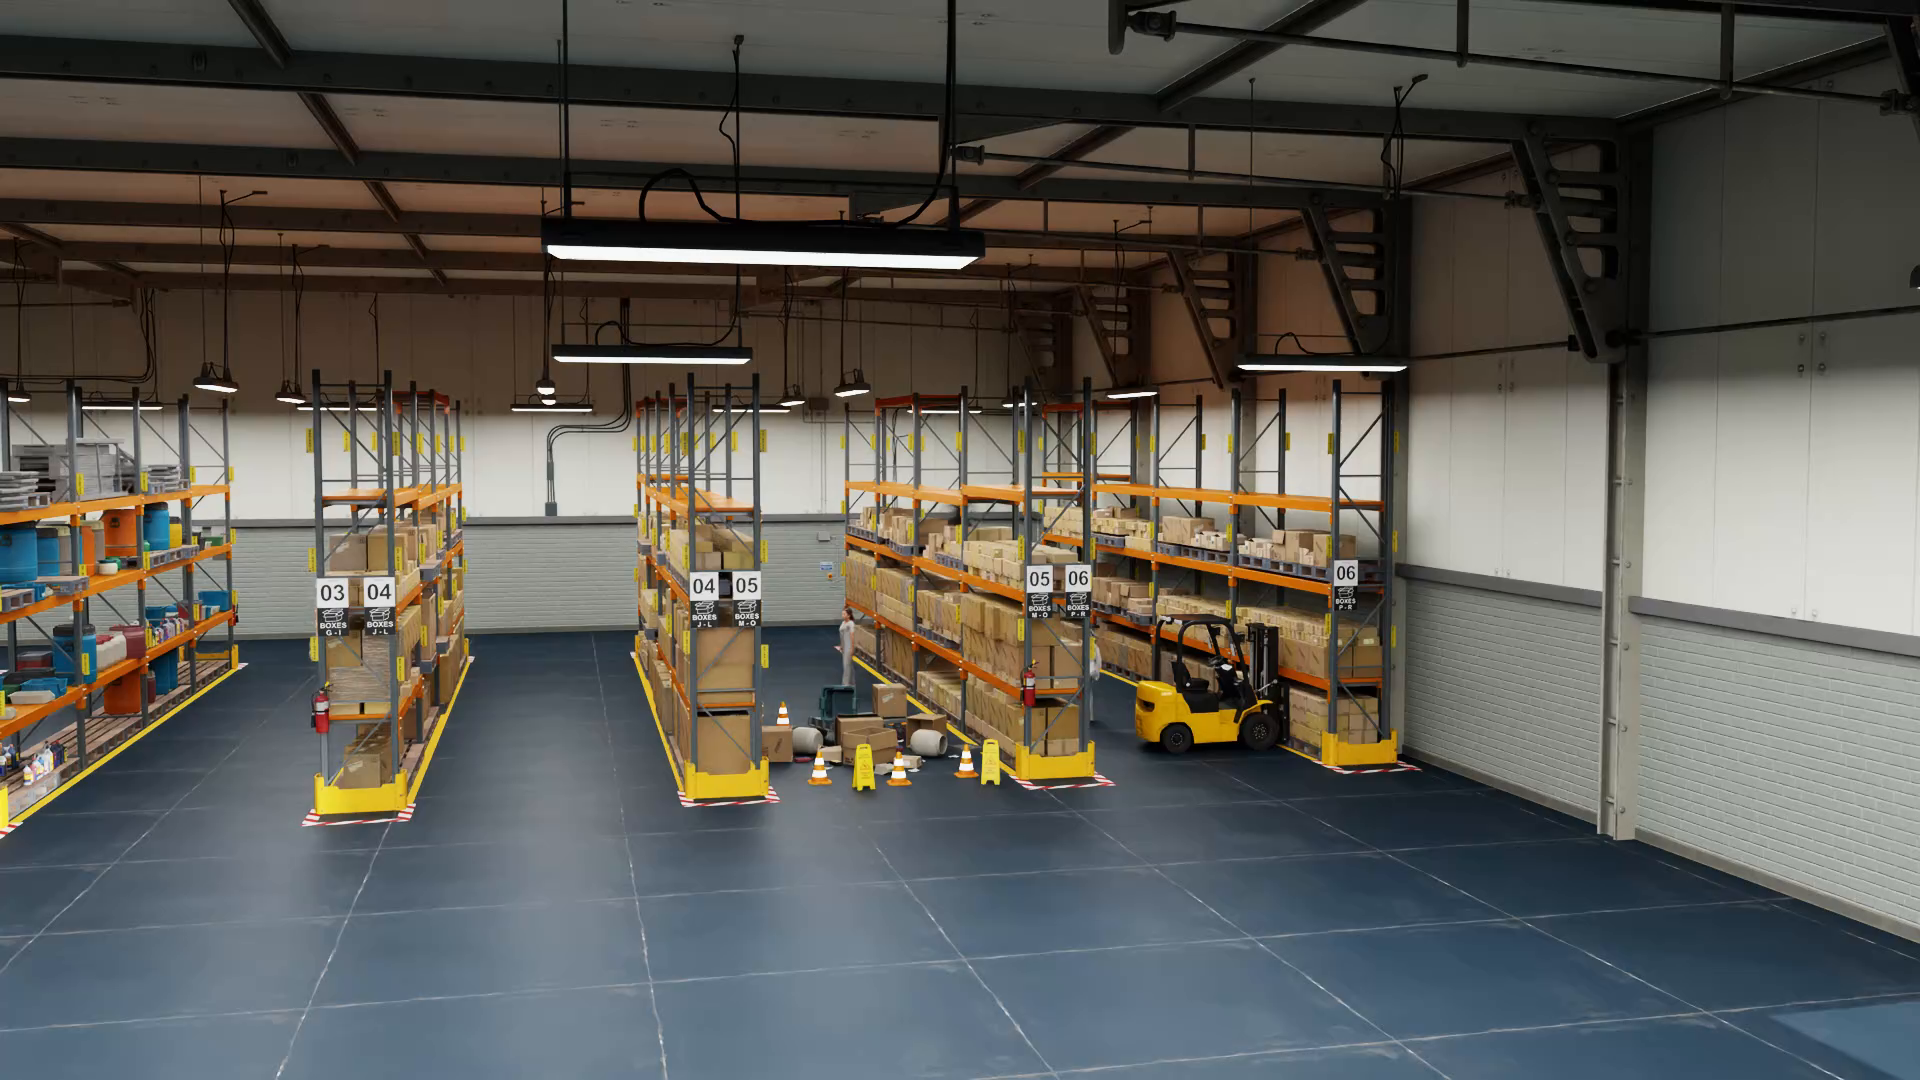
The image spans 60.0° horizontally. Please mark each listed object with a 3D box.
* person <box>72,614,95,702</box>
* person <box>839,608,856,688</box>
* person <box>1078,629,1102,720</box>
[{"bbox_3d":[-16.964,2.253,32.099,0.432,1.770,0.637,-1,4,-23],"label":"person"},{"bbox_3d":[-2.352,2.219,33.875,0.490,1.686,0.512,-1,4,-23],"label":"person"},{"bbox_3d":[2.293,2.454,30.242,0.633,1.720,0.625,-1,3,-16],"label":"person"}]
